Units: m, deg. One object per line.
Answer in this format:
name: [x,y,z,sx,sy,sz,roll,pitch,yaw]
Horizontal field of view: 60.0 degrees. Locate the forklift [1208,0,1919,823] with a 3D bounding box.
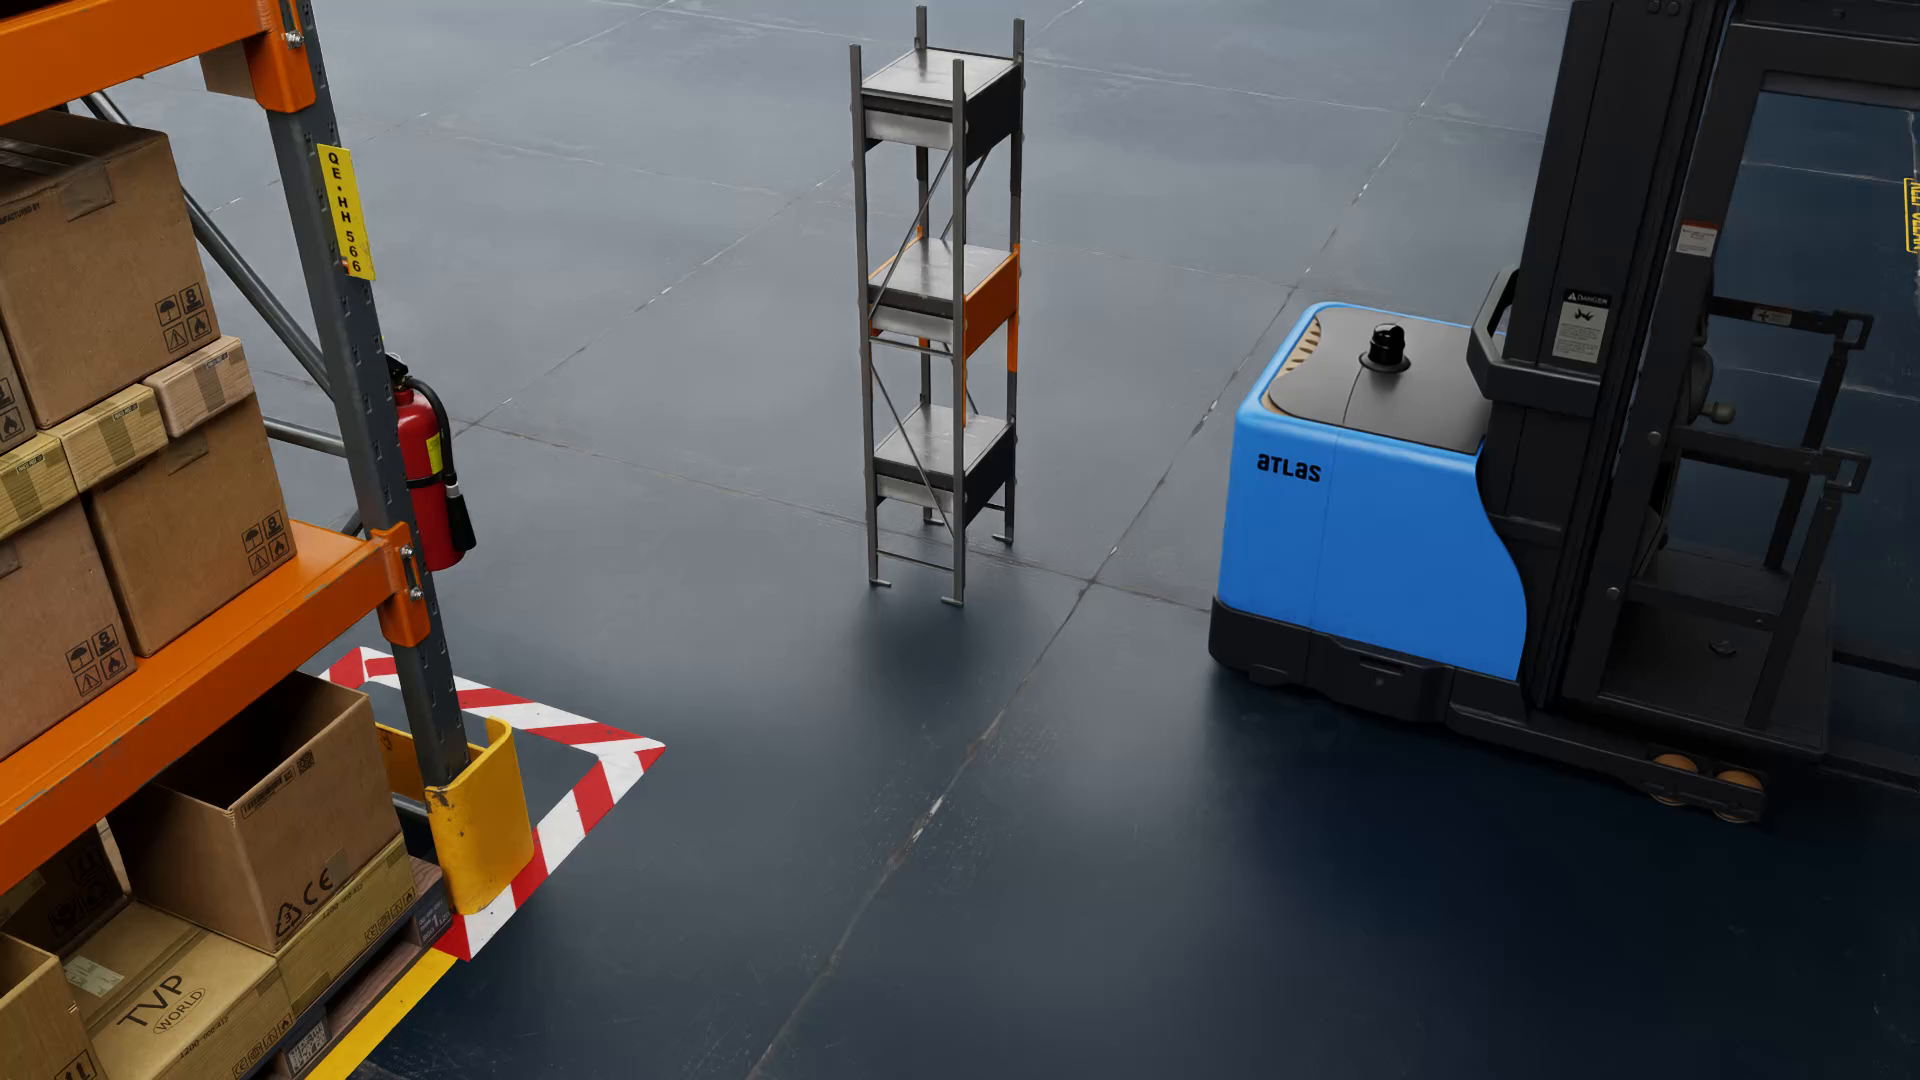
forklift: [2.456,-0.648,5.065,3.031,2.935,1.130,14,36,21]

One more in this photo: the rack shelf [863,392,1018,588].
rack shelf: [-0.069,-0.199,6.440,0.431,0.518,0.480,14,36,20]

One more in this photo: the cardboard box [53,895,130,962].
cardboard box: [-2.565,1.123,4.426,0.500,0.250,0.500,14,36,20]

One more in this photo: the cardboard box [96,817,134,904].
cardboard box: [-2.359,0.873,4.807,0.500,0.250,0.500,14,36,20]

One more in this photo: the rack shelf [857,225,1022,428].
rack shelf: [-0.069,-0.784,6.056,0.431,0.518,0.480,14,36,20]

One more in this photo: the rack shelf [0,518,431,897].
rack shelf: [-2.769,0.980,3.176,1.077,0.370,4.000,14,36,20]

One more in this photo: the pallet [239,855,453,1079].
pallet: [-2.214,1.240,4.667,1.003,0.211,1.213,14,36,20]

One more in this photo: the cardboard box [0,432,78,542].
cardboard box: [-2.134,-0.138,3.542,0.380,0.149,0.250,14,36,20]

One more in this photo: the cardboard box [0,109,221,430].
cardboard box: [-2.161,-0.645,3.724,0.700,0.500,0.500,14,36,21]

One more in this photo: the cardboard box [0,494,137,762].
cardboard box: [-2.355,0.134,3.720,0.700,0.500,0.500,15,36,22]

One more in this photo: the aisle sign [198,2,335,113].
aisle sign: [-1.638,-1.369,3.732,0.394,0.787,0.004,14,36,20]

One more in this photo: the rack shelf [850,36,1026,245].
rack shelf: [-0.069,-1.370,5.672,0.431,0.518,0.480,14,36,20]

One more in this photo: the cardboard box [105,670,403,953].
cardboard box: [-1.886,0.679,4.419,0.500,0.500,0.500,14,36,20]

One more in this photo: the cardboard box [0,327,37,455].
cardboard box: [-2.376,-0.382,3.323,0.700,0.500,0.500,13,36,19]

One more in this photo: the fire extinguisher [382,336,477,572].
fire extinguisher: [-1.461,-0.237,4.446,0.296,0.674,0.183,14,36,20]

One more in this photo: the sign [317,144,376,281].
sign: [-1.445,-0.769,3.915,0.100,0.325,0.005,14,36,20]

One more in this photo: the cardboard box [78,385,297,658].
cardboard box: [-2.139,-0.129,4.120,0.700,0.500,0.500,14,36,20]

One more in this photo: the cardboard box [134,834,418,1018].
cardboard box: [-1.888,0.992,4.626,0.500,0.250,0.500,14,36,20]

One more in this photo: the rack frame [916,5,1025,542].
rack frame: [0.033,-0.917,6.234,0.400,2.100,0.015,14,36,20]

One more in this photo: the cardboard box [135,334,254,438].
cardboard box: [-1.919,-0.396,3.935,0.380,0.149,0.250,14,36,20]

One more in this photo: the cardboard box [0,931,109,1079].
cardboard box: [-2.291,1.181,3.655,0.500,0.500,0.500,14,36,20]

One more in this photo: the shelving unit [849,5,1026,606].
shelving unit: [-0.069,-0.796,6.049,0.431,2.100,0.503,14,36,20]

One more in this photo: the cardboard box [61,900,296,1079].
cardboard box: [-2.087,1.244,4.242,0.500,0.250,0.500,14,36,20]

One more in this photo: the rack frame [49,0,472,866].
rack frame: [-1.932,-0.317,4.498,1.000,3.000,0.127,14,36,20]

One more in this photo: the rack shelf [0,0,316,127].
rack shelf: [-2.769,-0.274,2.353,1.077,0.370,4.000,14,36,20]

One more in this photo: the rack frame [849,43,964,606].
rack frame: [-0.171,-0.674,5.863,0.400,2.100,0.015,14,36,20]

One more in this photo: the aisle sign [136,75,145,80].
aisle sign: [-2.183,-1.507,3.942,0.394,0.787,0.004,14,36,20]

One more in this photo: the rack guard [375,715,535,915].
rack guard: [-1.922,0.717,5.201,1.175,0.500,0.348,14,36,20]

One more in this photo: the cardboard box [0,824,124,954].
cardboard box: [-2.566,0.809,4.221,0.500,0.500,0.500,14,36,20]

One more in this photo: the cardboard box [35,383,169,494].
cardboard box: [-2.027,-0.265,3.736,0.380,0.149,0.250,15,36,22]
